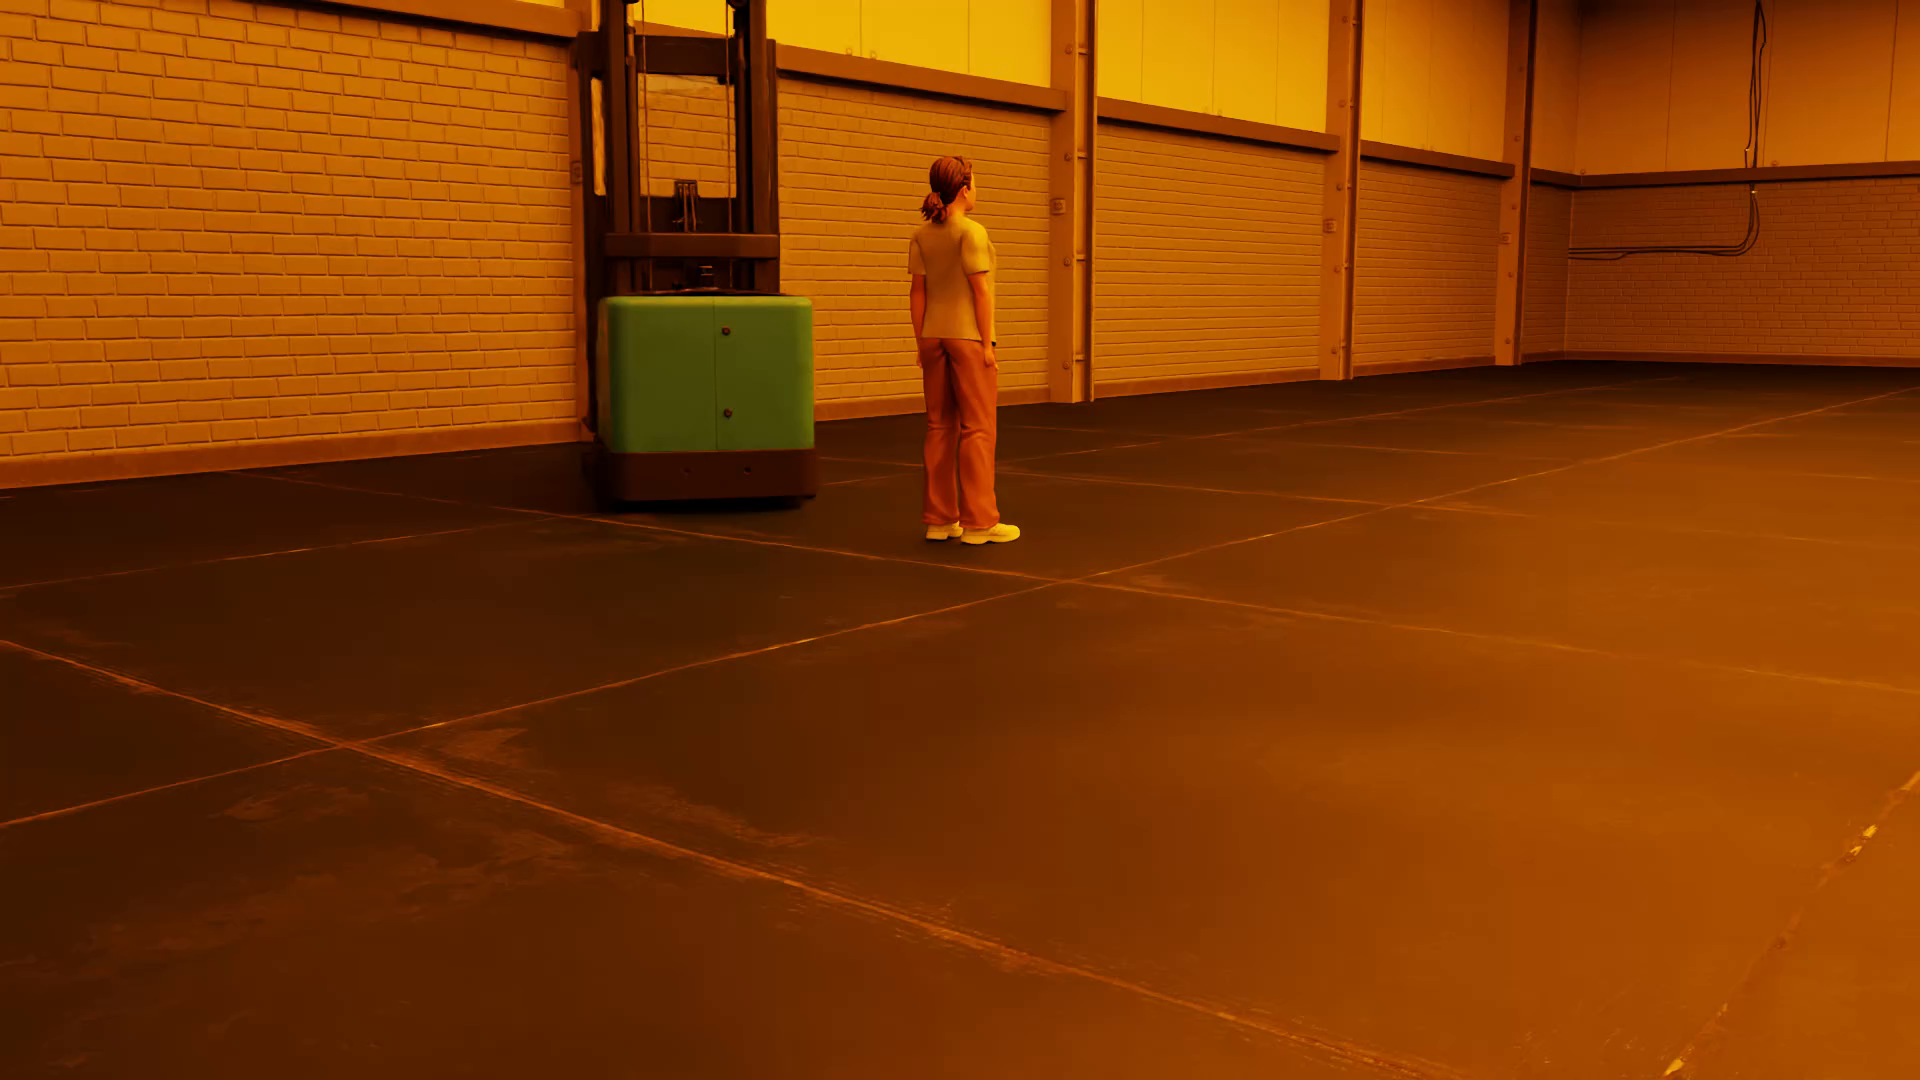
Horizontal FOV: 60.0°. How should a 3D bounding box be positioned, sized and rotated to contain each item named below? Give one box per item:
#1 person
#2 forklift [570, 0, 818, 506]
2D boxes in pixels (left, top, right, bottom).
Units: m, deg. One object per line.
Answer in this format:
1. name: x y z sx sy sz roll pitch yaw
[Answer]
1. person: -0.004 -0.827 7.287 0.435 1.671 0.381 7 11 38
2. forklift: -1.630 -1.798 9.567 1.130 2.935 3.031 -2 9 -16
